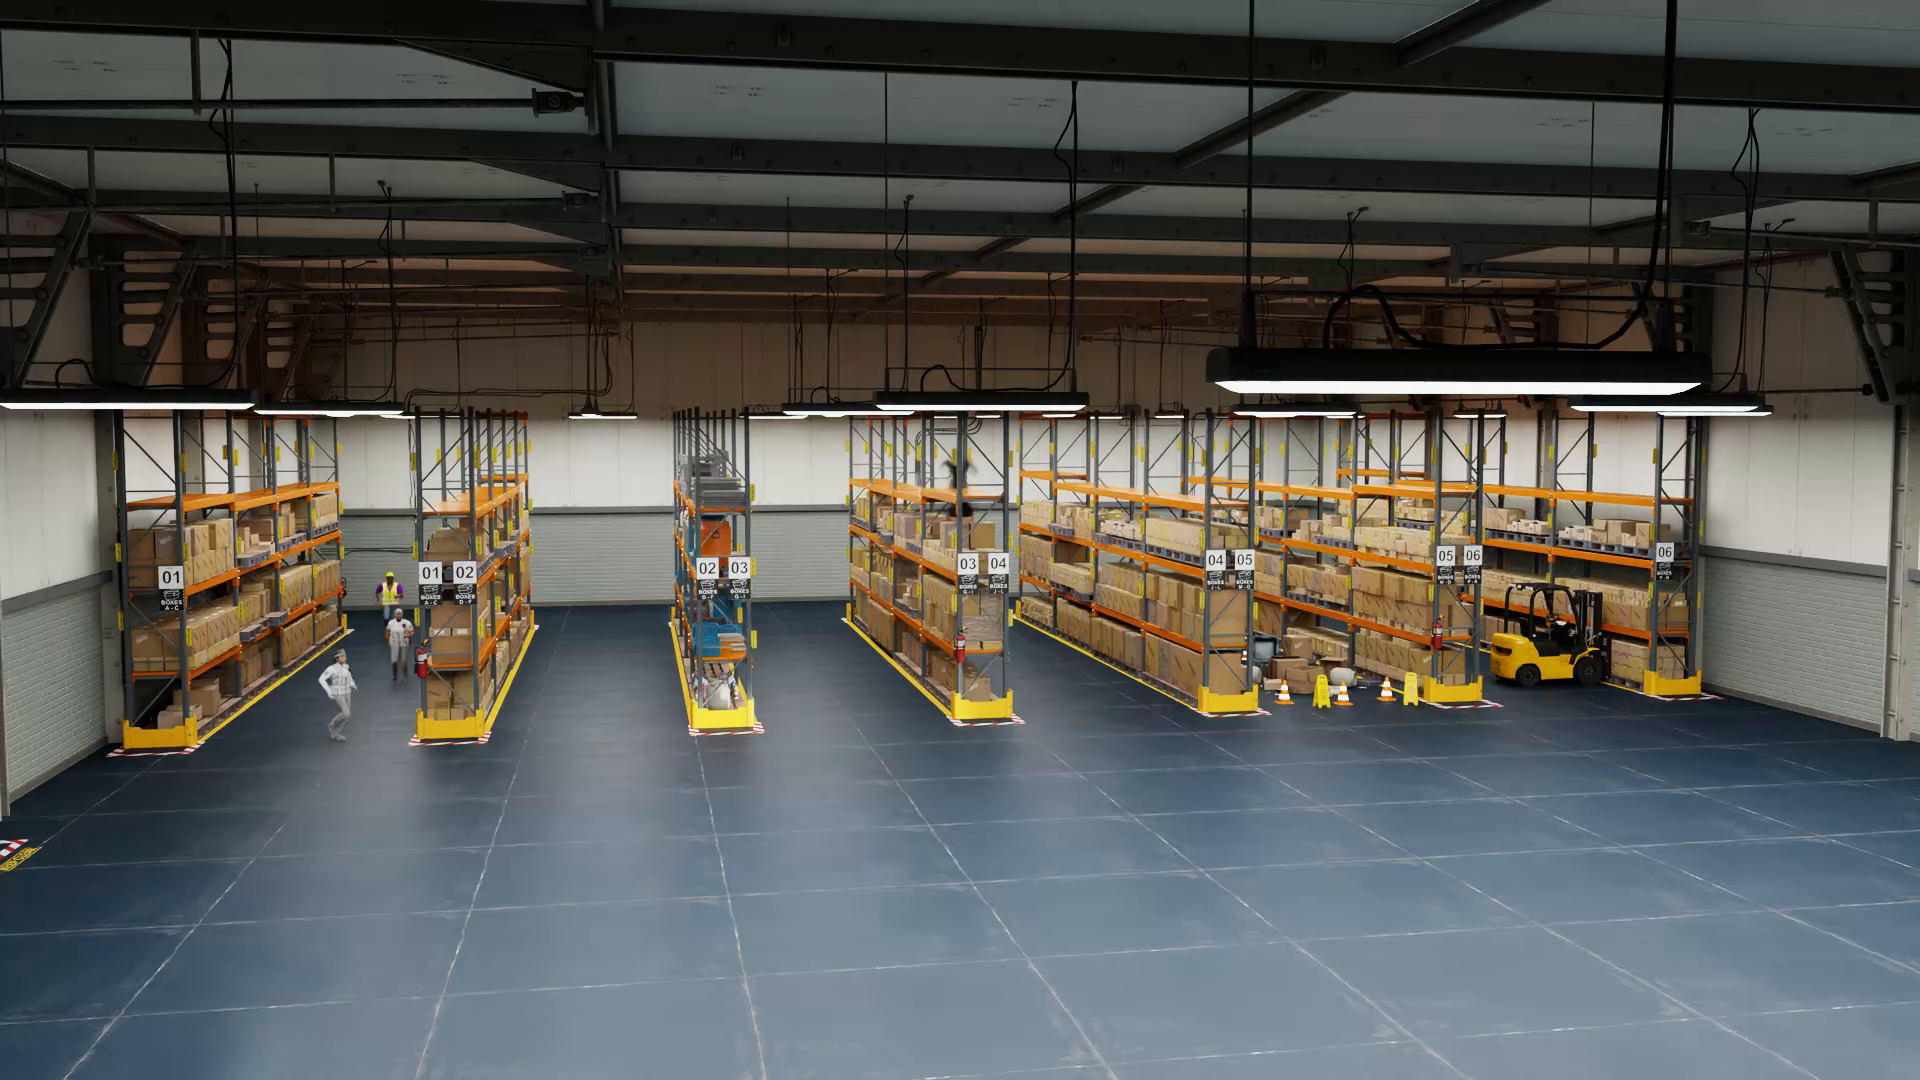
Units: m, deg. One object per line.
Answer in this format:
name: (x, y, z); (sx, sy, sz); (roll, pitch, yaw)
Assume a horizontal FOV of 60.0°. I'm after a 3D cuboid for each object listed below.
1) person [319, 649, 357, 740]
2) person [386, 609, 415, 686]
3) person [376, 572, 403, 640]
person: (-11.064, 2.772, 29.785); (0.555, 1.649, 0.614); (2, 5, 26)
person: (-12.177, 2.339, 36.178); (0.612, 1.692, 0.703); (-1, 4, -14)
person: (-14.980, 1.672, 43.686); (0.688, 1.651, 0.722); (-2, 4, -21)
